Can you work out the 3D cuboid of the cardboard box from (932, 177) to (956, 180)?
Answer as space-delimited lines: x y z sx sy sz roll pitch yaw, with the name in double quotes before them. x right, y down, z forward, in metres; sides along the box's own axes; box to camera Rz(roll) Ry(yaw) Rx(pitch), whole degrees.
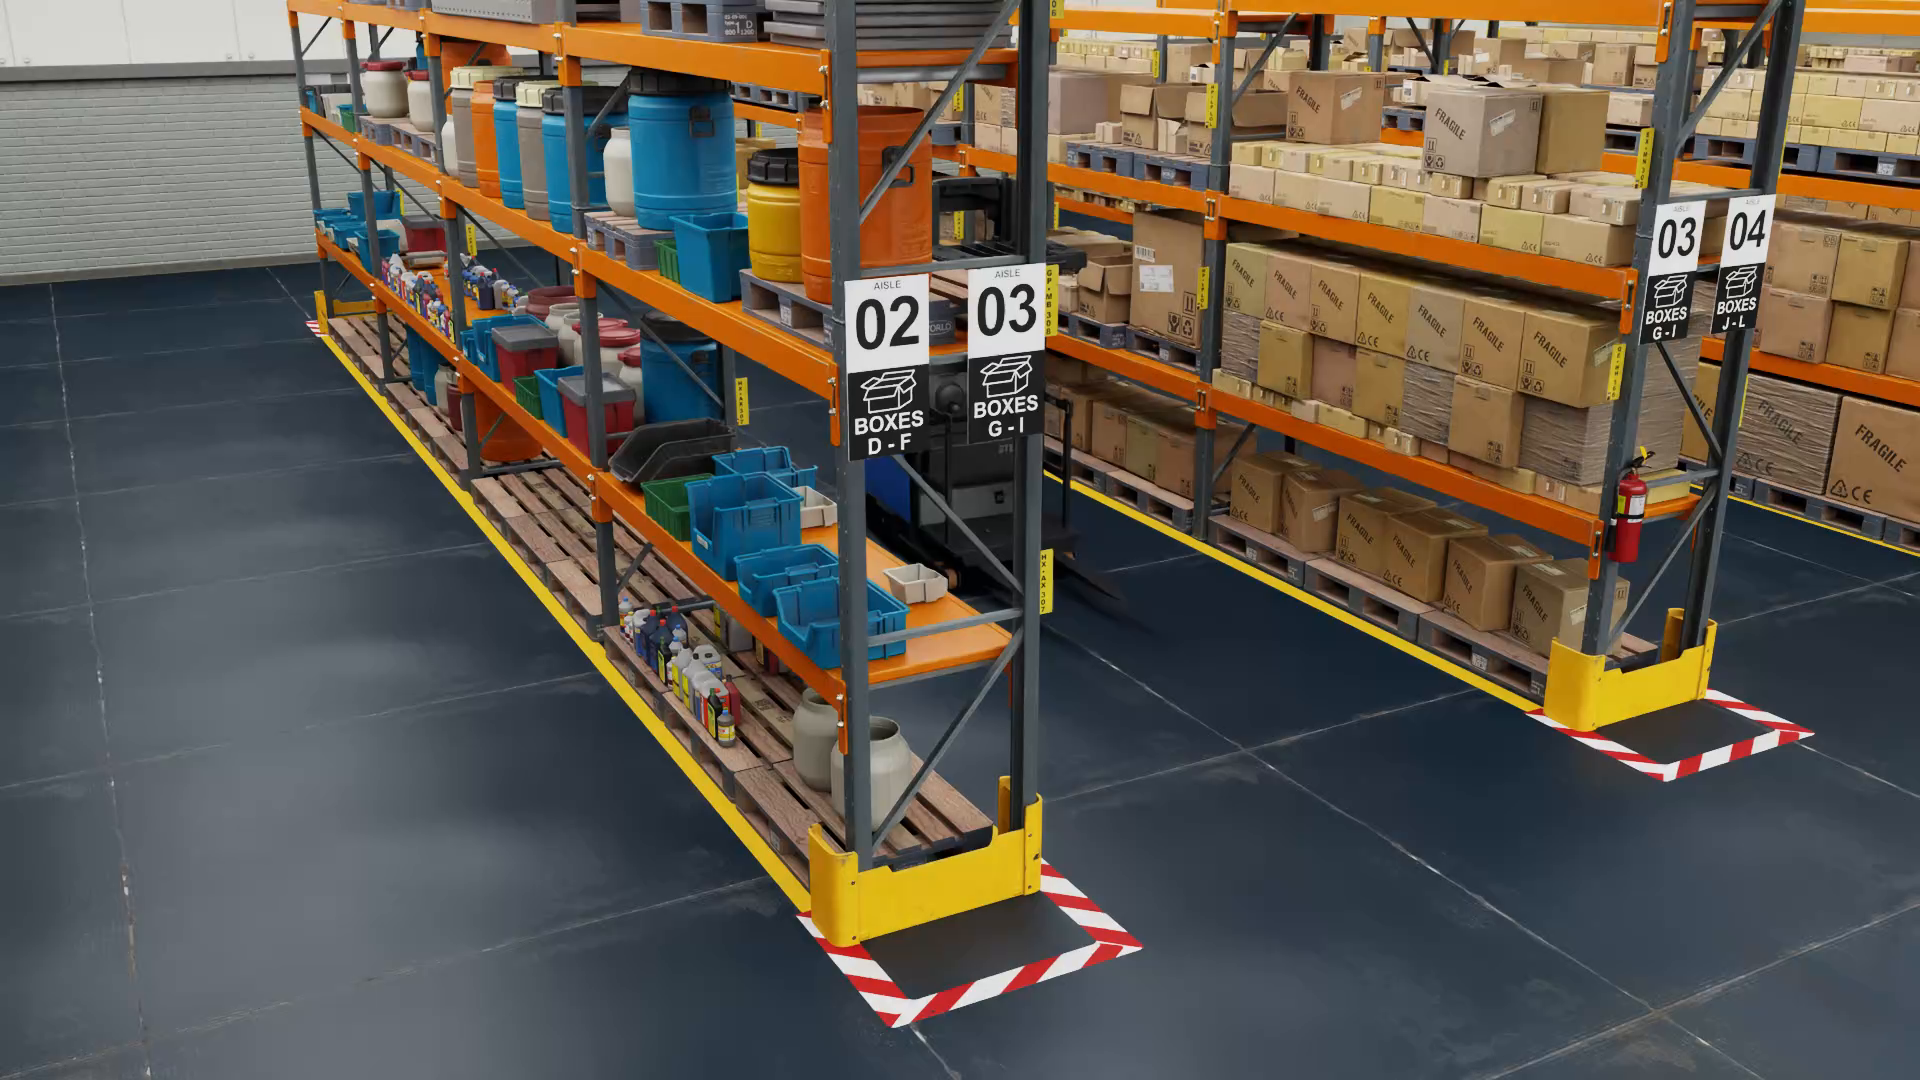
"cardboard box" -0.163 -3.567 17.680 0.797 0.503 0.637 -9 21 -25

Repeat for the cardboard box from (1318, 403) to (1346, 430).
"cardboard box" 2.829 -0.916 12.071 0.380 0.149 0.250 -10 21 -27

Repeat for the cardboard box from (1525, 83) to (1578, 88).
"cardboard box" 5.764 -4.328 16.315 0.500 0.311 0.500 -11 22 -29

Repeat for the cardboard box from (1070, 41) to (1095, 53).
"cardboard box" 1.756 -6.875 23.210 0.380 0.149 0.250 -9 21 -25

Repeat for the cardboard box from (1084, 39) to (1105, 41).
"cardboard box" 1.949 -7.103 23.871 0.380 0.149 0.250 -11 22 -28

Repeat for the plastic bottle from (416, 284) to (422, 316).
"plastic bottle" -5.143 -2.293 15.857 0.061 0.283 0.133 -10 21 -27

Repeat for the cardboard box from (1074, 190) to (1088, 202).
"cardboard box" 1.843 -4.898 23.613 0.380 0.149 0.250 -10 21 -26

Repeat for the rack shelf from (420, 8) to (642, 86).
"rack shelf" -2.932 -3.611 12.018 1.077 0.370 4.000 -10 21 -27

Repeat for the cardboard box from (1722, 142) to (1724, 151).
"cardboard box" 11.944 -6.023 25.690 0.700 0.500 0.500 -10 21 -26

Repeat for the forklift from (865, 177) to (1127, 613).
"forklift" 0.254 -1.166 12.518 1.130 2.935 3.031 -8 21 -23

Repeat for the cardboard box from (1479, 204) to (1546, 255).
"cardboard box" 3.584 -1.938 10.282 0.500 0.250 0.500 -10 21 -26

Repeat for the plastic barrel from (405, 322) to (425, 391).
"plastic barrel" -5.538 -2.075 17.619 0.600 0.901 0.708 -10 21 -27

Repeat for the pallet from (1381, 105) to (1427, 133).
"pallet" 5.243 -4.537 17.873 1.213 0.211 1.003 -9 21 -24

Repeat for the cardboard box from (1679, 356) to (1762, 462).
"cardboard box" 7.027 -1.240 15.239 0.875 0.875 0.875 -10 21 -26

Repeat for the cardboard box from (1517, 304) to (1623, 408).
"cardboard box" 3.797 -1.130 10.164 0.500 0.500 0.500 -10 21 -27

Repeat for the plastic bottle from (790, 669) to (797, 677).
"plastic bottle" -1.025 0.749 10.477 0.097 0.201 0.097 0 19 0

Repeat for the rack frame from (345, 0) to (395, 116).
"rack frame" -5.781 -5.863 16.827 1.000 3.000 0.127 -10 21 -27

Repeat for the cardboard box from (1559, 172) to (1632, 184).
"cardboard box" 4.016 -2.232 10.521 0.380 0.149 0.250 -9 21 -24

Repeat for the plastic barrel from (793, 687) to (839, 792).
"plastic barrel" -0.701 1.074 9.090 0.421 0.512 0.421 0 19 0

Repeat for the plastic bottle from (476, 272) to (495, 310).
"plastic bottle" -4.604 -2.412 16.099 0.144 0.351 0.185 -10 21 -27

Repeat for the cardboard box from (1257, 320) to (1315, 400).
"cardboard box" 2.742 -1.398 12.474 0.875 0.500 0.500 -10 21 -27

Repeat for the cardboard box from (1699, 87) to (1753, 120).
"cardboard box" 6.775 -3.787 14.385 0.500 0.250 0.500 -10 21 -26

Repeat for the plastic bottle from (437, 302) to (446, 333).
"plastic bottle" -4.690 -2.026 15.102 0.097 0.271 0.097 0 19 0

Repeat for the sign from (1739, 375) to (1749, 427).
"sign" 4.753 -0.843 10.148 0.100 0.325 0.005 -10 21 -27

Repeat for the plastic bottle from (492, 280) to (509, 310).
"plastic bottle" -4.461 -2.393 16.157 0.152 0.276 0.135 -10 21 -27

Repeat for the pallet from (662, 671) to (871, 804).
"pallet" -1.117 1.138 10.011 1.003 0.211 1.213 -10 21 -27

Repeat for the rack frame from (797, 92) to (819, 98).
"rack frame" -1.422 -6.630 19.050 1.000 3.000 0.127 -10 21 -27

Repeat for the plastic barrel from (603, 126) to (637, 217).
"plastic barrel" -1.951 -2.246 10.127 0.421 0.512 0.421 0 19 0

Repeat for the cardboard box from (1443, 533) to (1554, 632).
"cardboard box" 3.680 0.286 11.394 0.500 0.500 0.500 -4 20 -12

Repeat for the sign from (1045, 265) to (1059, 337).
"sign" 0.403 -1.088 7.575 0.100 0.325 0.005 -10 21 -27

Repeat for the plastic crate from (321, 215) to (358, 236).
"plastic crate" -7.541 -3.814 20.250 0.416 0.233 0.300 -10 21 -27

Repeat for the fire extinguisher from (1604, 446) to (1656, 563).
"fire extinguisher" 3.925 -0.209 9.756 0.296 0.674 0.183 -10 21 -27

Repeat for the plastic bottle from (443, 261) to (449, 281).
"plastic bottle" -5.411 -2.845 17.583 0.097 0.201 0.097 0 19 0

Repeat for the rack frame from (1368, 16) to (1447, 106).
"rack frame" 4.890 -6.221 17.865 1.000 3.000 0.127 -10 21 -27

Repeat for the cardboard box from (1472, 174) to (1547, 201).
"cardboard box" 3.475 -2.229 10.514 0.380 0.149 0.250 -10 21 -26

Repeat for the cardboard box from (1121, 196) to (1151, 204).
"cardboard box" 2.512 -4.816 22.382 0.500 0.500 0.500 -10 21 -27

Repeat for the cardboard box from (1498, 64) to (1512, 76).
"cardboard box" 7.592 -6.418 22.748 0.380 0.166 0.250 -12 22 -30

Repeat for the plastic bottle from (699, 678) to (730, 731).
"plastic bottle" -1.436 0.961 9.748 0.152 0.276 0.135 -10 21 -26

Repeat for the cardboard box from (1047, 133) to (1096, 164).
"cardboard box" 0.972 -3.525 14.880 0.500 0.250 0.500 -9 21 -26

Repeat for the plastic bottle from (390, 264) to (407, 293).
"plastic bottle" -5.723 -2.671 16.965 0.152 0.276 0.135 -10 21 -27

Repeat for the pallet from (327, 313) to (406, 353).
"pallet" -7.323 -2.614 20.884 1.003 0.211 1.213 -10 21 -27

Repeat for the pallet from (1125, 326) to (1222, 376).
"pallet" 2.142 -1.649 14.106 1.003 0.211 1.213 -10 21 -27

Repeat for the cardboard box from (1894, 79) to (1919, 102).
"cardboard box" 7.506 -3.493 12.921 0.380 0.149 0.250 -10 21 -26

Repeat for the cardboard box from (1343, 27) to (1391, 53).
"cardboard box" 6.225 -7.587 25.470 0.500 0.500 0.500 -10 21 -26

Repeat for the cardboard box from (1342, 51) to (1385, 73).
"cardboard box" 4.469 -5.288 18.433 0.396 0.266 0.258 -10 21 -27

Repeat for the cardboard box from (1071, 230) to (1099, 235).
"cardboard box" 1.869 -4.565 25.078 0.380 0.149 0.250 -11 22 -28

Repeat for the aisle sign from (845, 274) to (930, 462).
"aisle sign" -0.310 -0.744 7.205 0.394 0.787 0.004 -10 21 -27

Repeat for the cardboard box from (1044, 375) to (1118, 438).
"cardboard box" 1.087 -1.326 16.033 0.700 0.500 0.500 -12 22 -31

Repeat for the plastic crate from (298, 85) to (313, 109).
"plastic crate" -7.743 -5.378 20.220 0.497 0.269 0.590 -10 21 -27

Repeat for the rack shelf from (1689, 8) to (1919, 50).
"rack shelf" 7.739 -3.970 13.056 1.077 0.370 4.000 -10 21 -27

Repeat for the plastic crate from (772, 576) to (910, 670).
"plastic crate" -0.584 0.391 8.128 0.499 0.251 0.616 -10 21 -27

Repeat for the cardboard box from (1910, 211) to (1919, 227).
"cardboard box" 10.677 -3.516 17.970 0.500 0.500 0.500 -10 22 -28

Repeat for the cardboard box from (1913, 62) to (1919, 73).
"cardboard box" 13.185 -6.551 23.038 0.380 0.149 0.250 -9 21 -26

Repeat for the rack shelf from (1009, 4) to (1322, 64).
"rack shelf" 1.427 -4.379 14.241 1.077 0.370 4.000 -10 21 -27
